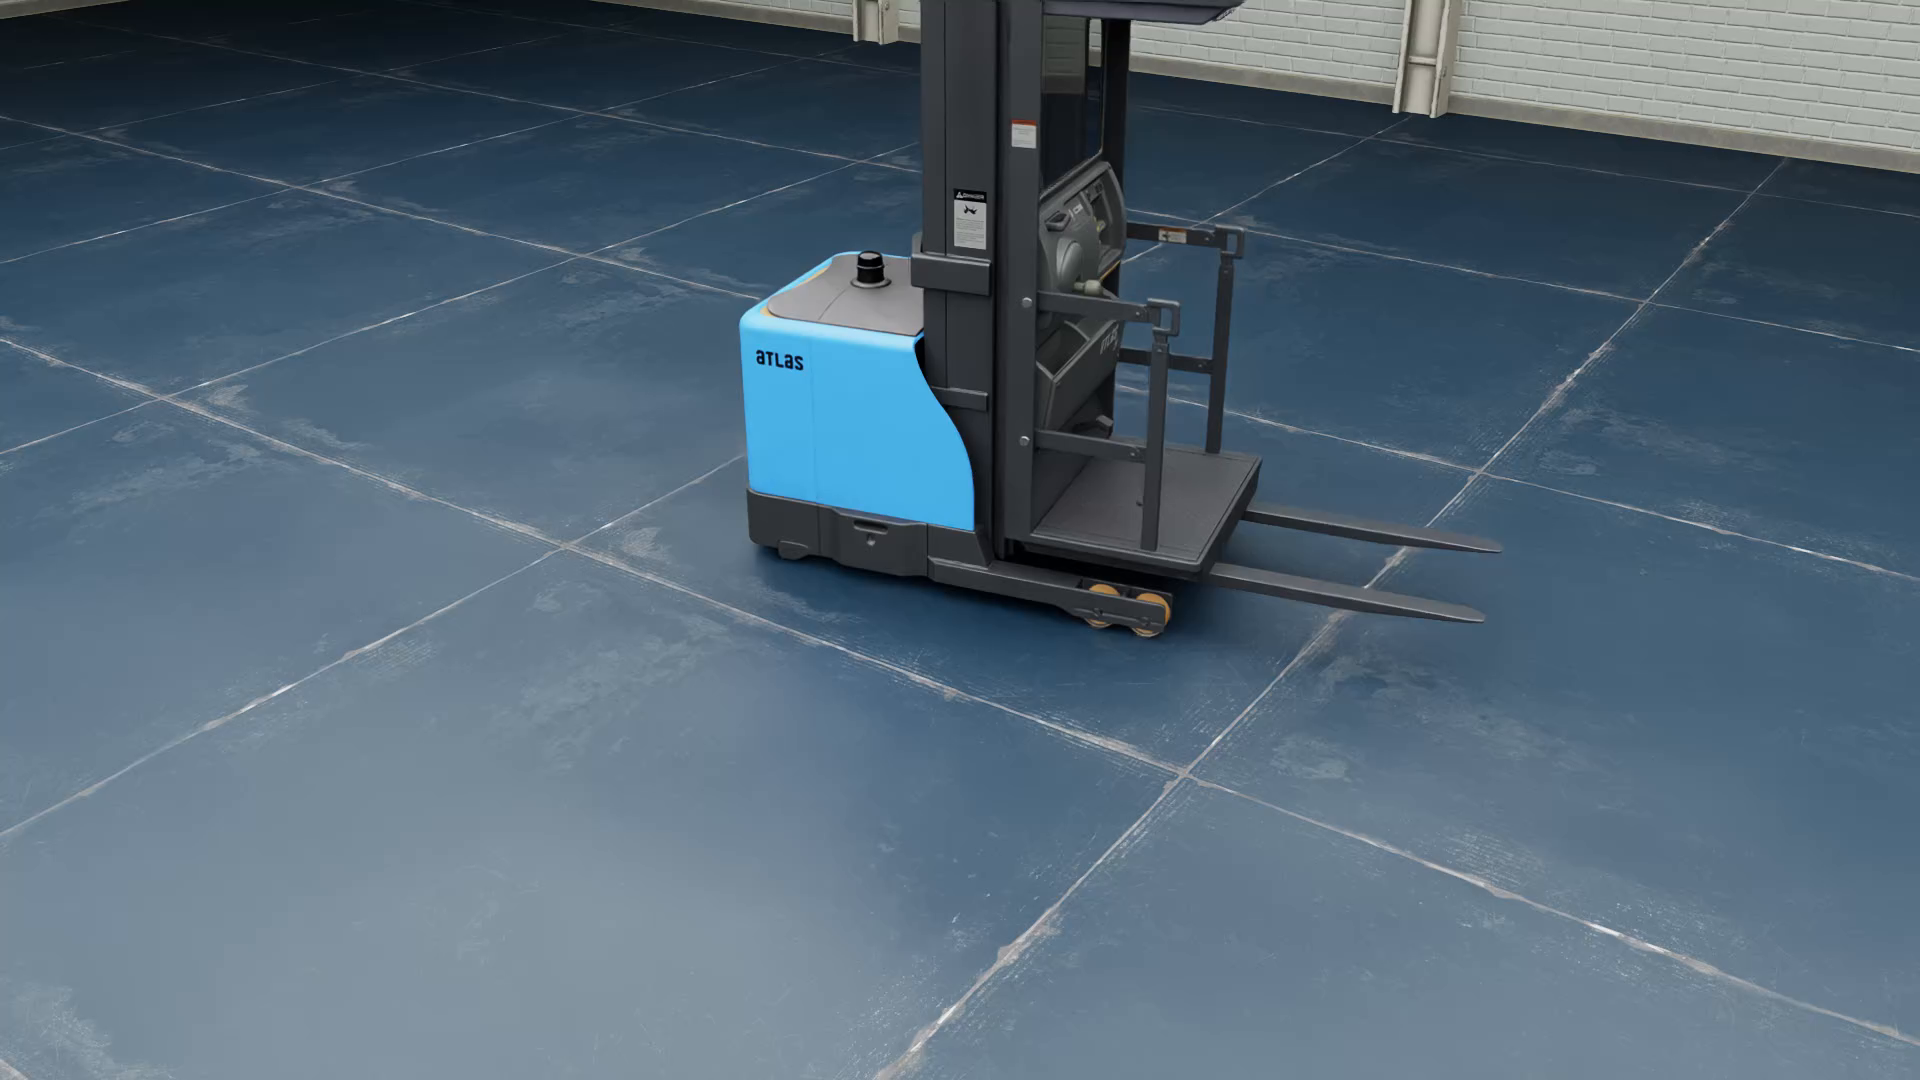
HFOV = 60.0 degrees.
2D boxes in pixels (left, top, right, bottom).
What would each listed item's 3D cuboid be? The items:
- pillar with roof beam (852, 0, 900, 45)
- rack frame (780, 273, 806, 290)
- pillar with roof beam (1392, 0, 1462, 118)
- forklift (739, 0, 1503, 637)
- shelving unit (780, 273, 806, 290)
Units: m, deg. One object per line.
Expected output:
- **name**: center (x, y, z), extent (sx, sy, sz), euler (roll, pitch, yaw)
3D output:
- **pillar with roof beam**: center (-3.325, -7.719, 12.497), extent (0.400, 9.000, 9.100), euler (17, 32, 30)
- **rack frame**: center (-0.763, -0.786, 7.803), extent (0.006, 0.900, 0.240), euler (11, 29, 21)
- **pillar with roof beam**: center (1.621, -6.179, 9.469), extent (0.400, 9.000, 9.100), euler (17, 32, 30)
- **forklift**: center (0.664, -1.202, 6.379), extent (3.031, 2.935, 1.130), euler (10, 29, 19)
- **shelving unit**: center (-0.670, -0.768, 7.766), extent (0.210, 0.900, 0.258), euler (11, 29, 21)
